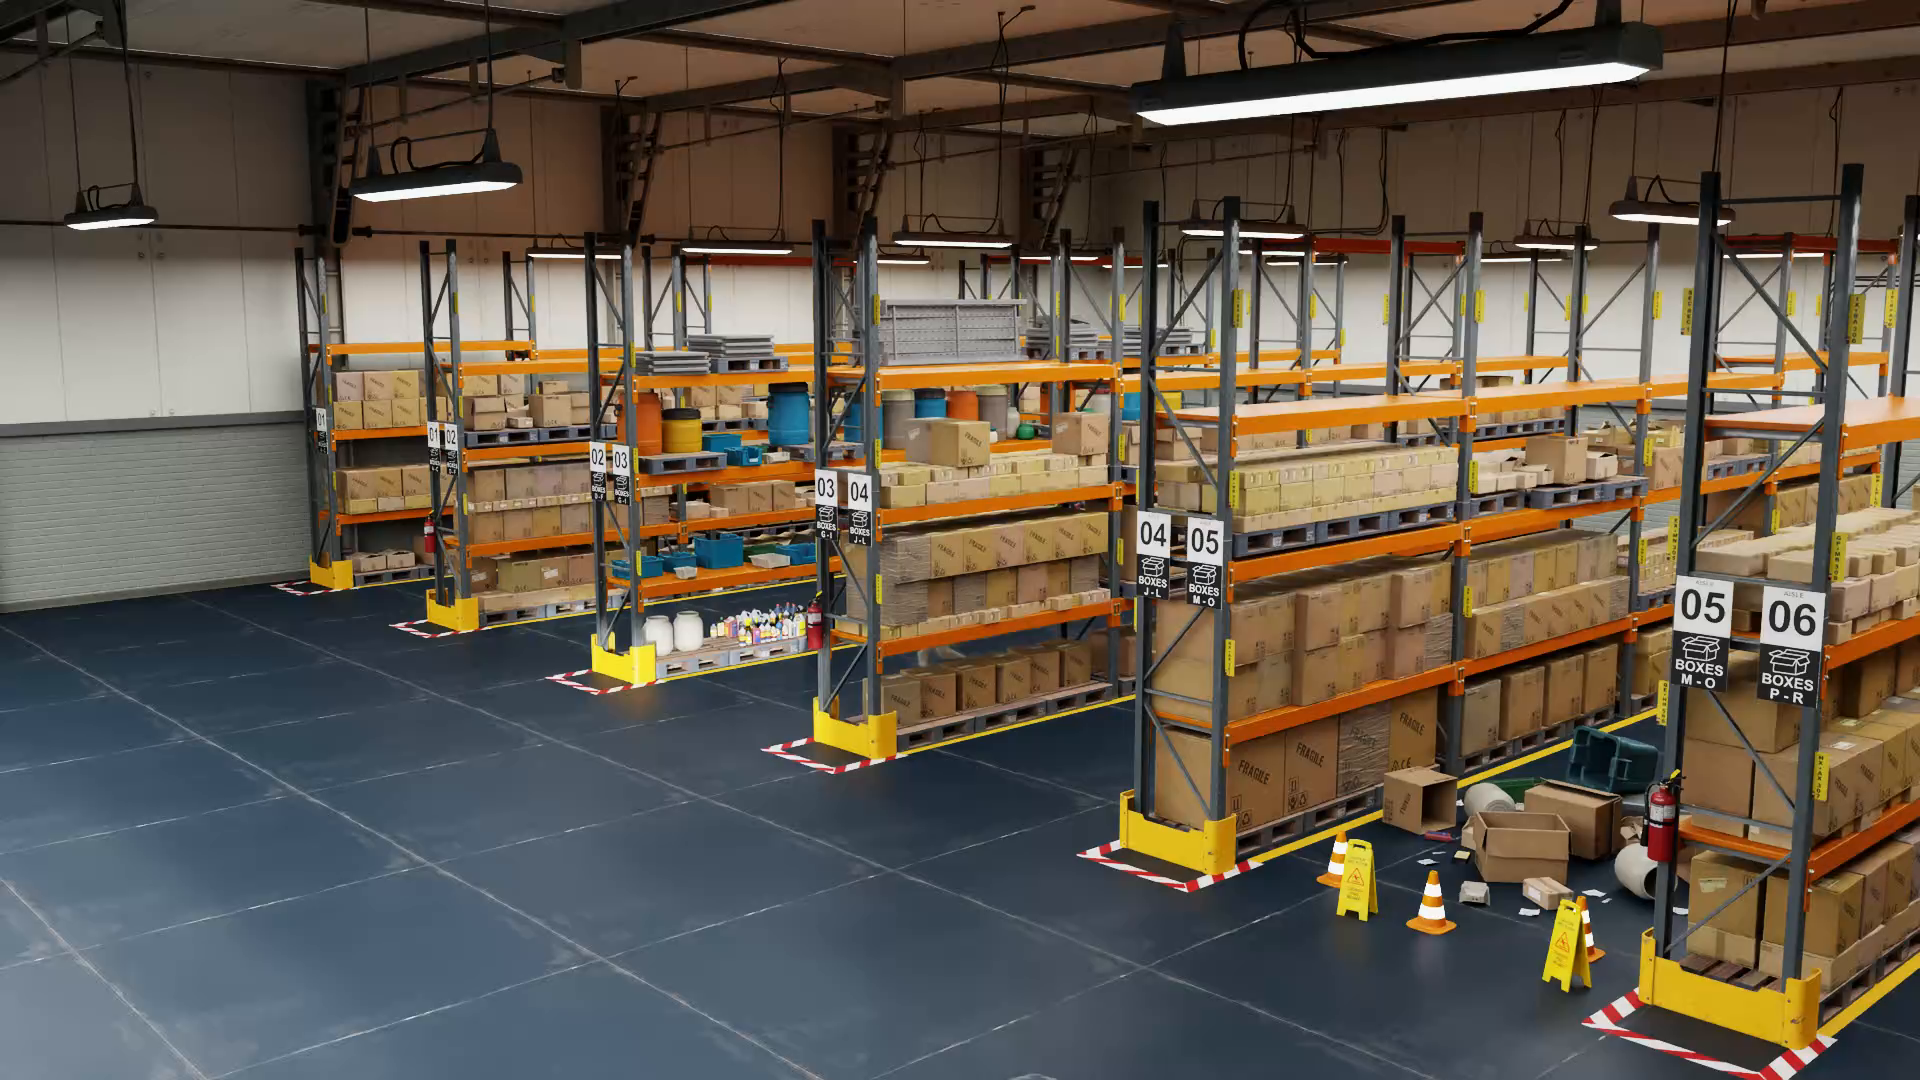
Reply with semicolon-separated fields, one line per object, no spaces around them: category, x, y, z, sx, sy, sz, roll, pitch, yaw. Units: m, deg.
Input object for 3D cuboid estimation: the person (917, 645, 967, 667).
person;-0.293;1.105;21.806;0.870;1.634;0.577;-8;12;-44
